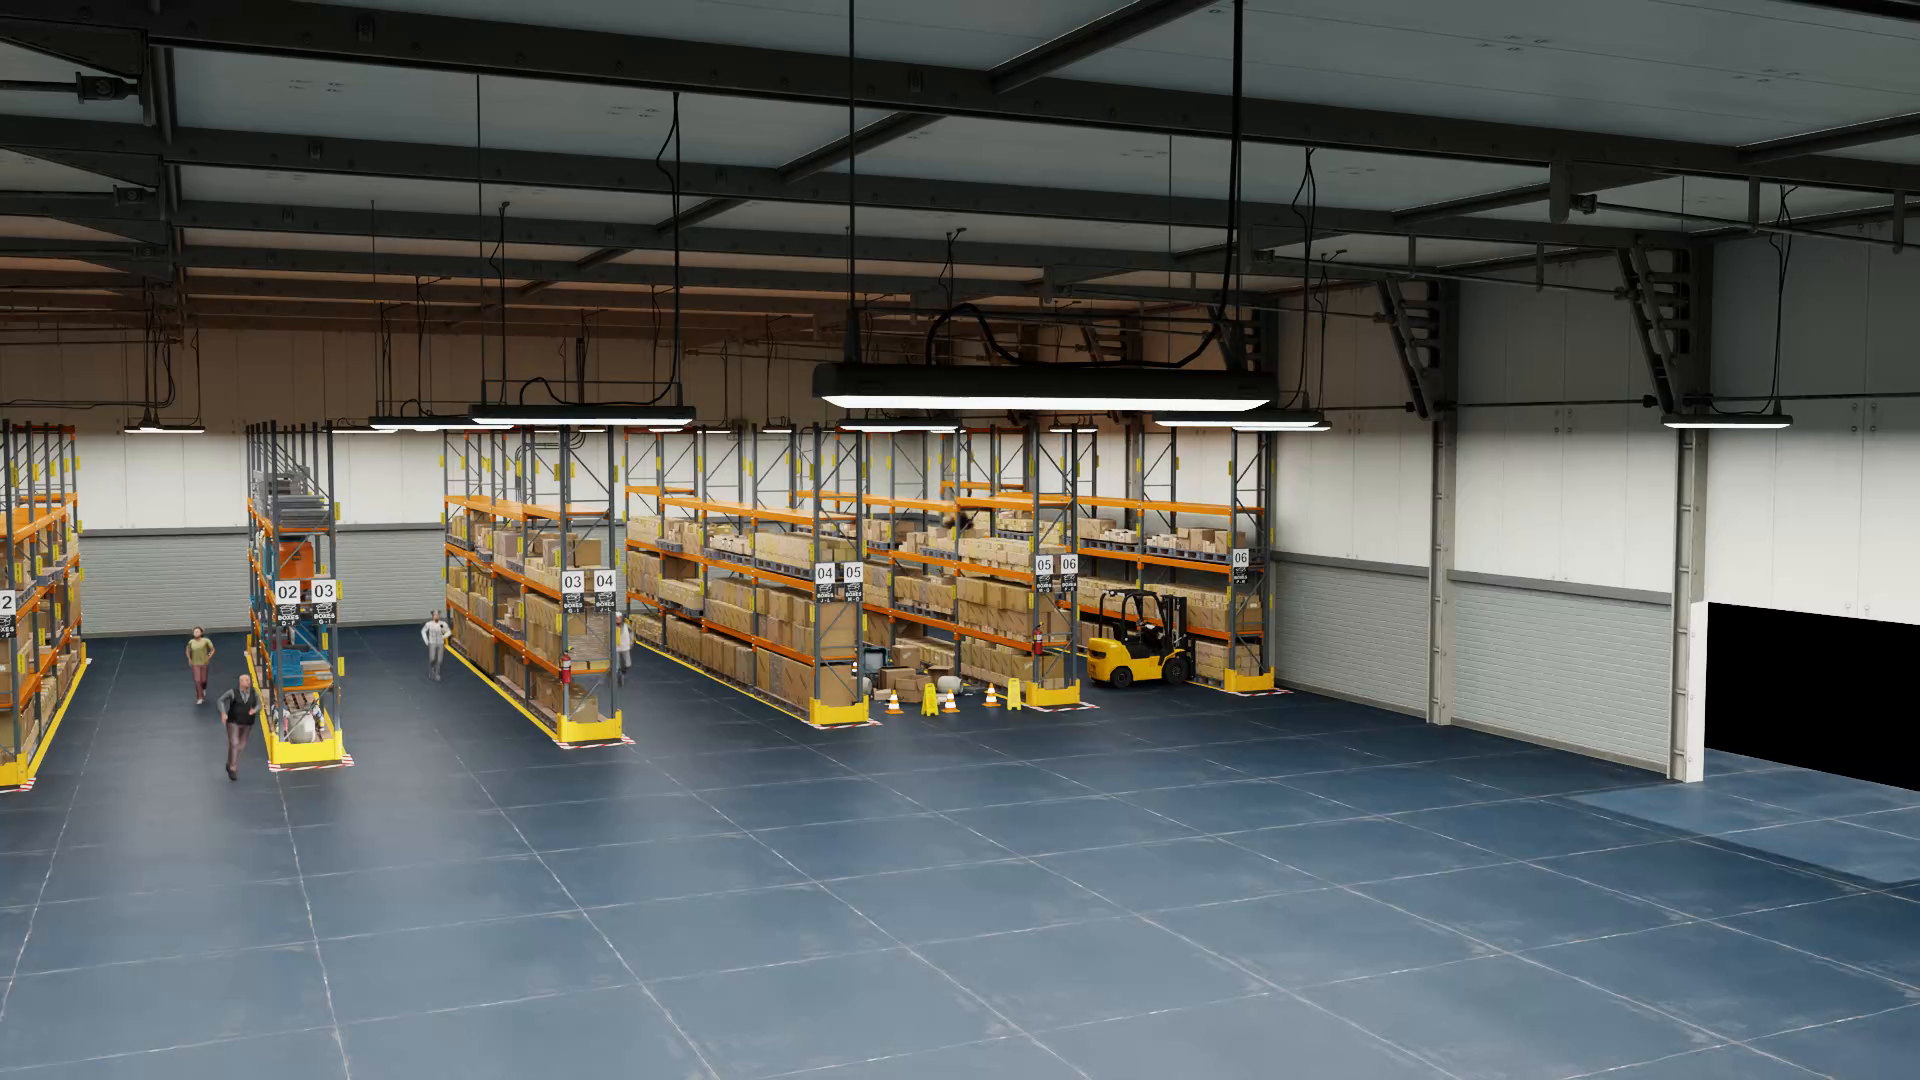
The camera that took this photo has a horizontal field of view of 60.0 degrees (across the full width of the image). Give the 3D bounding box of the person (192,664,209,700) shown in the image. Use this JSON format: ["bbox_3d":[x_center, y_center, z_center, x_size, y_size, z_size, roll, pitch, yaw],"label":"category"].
[{"bbox_3d":[-16.328,2.979,35.769,0.341,0.902,0.545,-1,4,-16],"label":"person"}]

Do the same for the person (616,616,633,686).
[{"bbox_3d":[-7.645,2.505,37.717,0.567,1.670,0.773,-2,4,-24],"label":"person"}]

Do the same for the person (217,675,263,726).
[{"bbox_3d":[-12.055,2.695,27.933,0.687,0.855,0.532,-3,5,-41],"label":"person"}]

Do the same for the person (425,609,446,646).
[{"bbox_3d":[-12.257,2.050,38.826,0.488,0.868,0.454,-1,4,-18],"label":"person"}]
